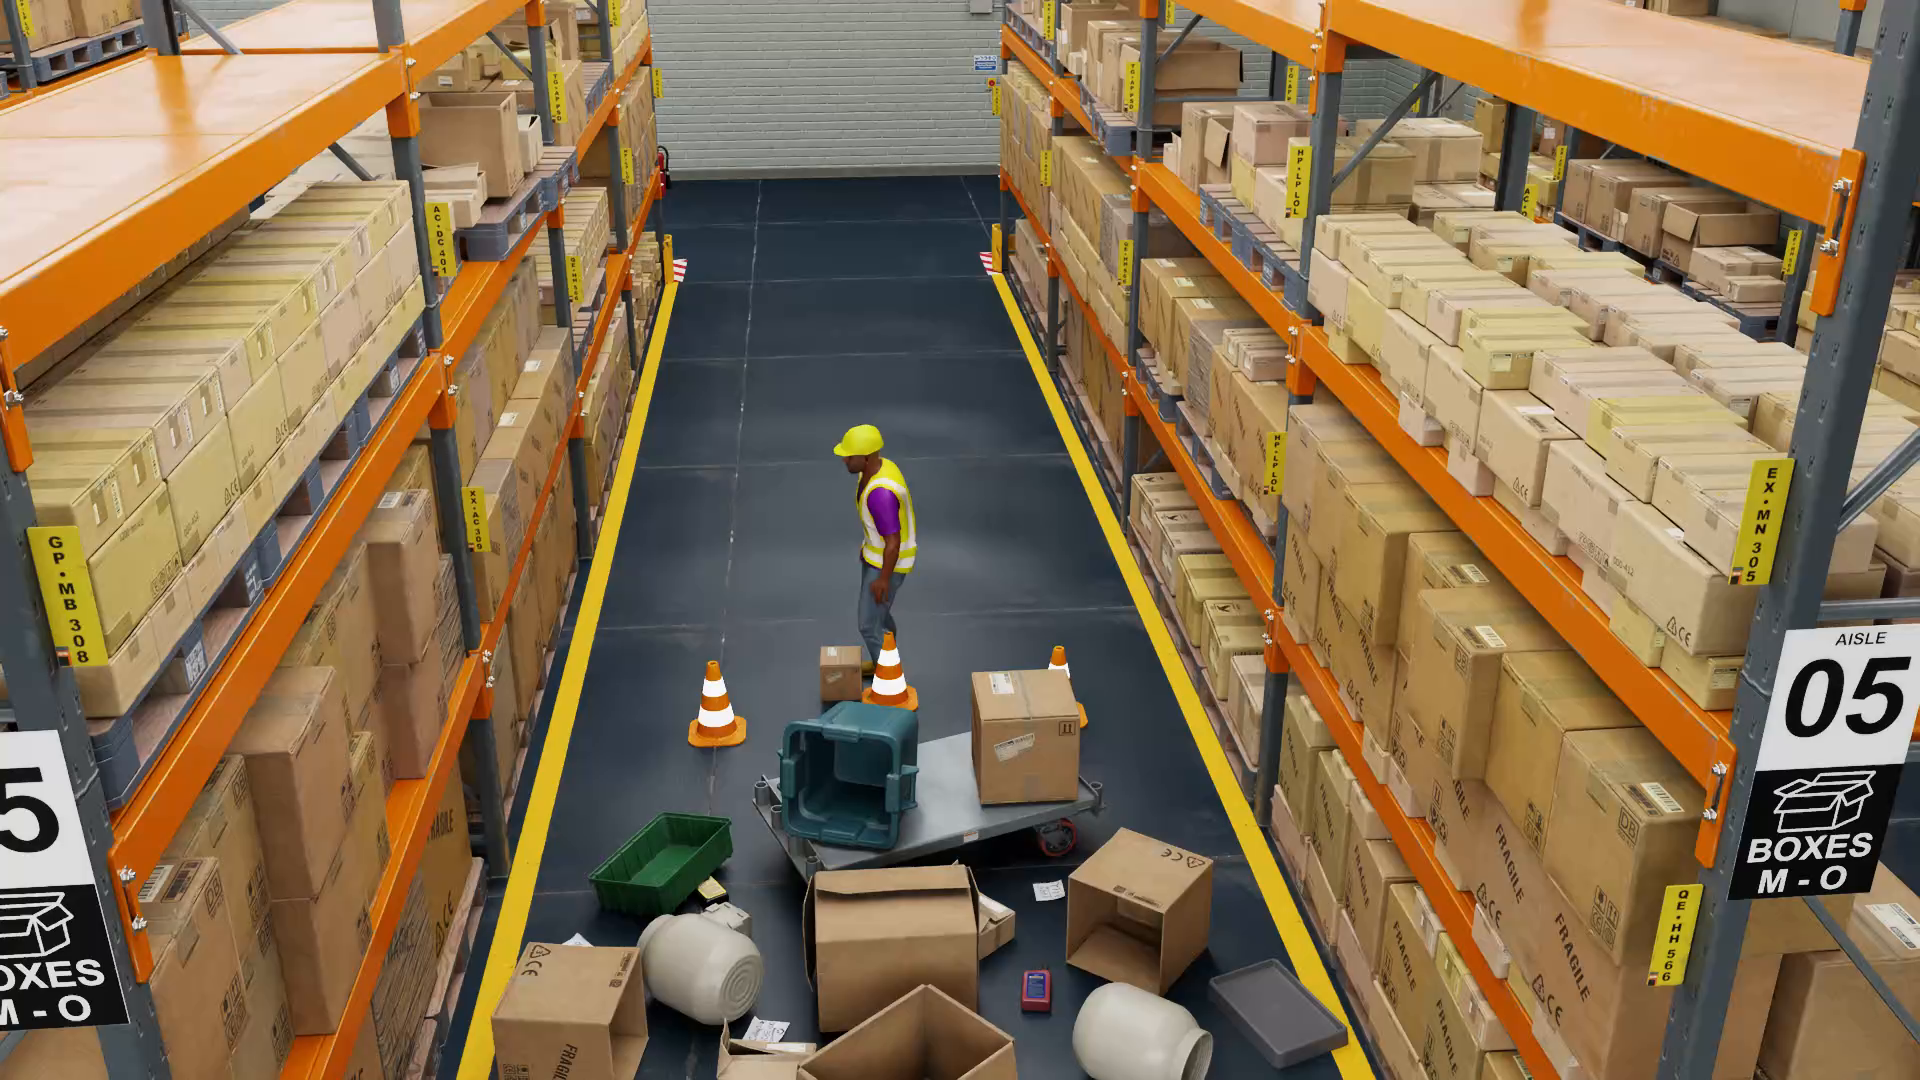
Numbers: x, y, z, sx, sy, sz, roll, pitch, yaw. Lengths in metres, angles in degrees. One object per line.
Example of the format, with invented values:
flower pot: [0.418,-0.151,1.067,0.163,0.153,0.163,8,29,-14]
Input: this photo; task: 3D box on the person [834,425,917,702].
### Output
person: [-0.505,0.149,10.030,0.471,1.802,0.632,-4,24,-8]
